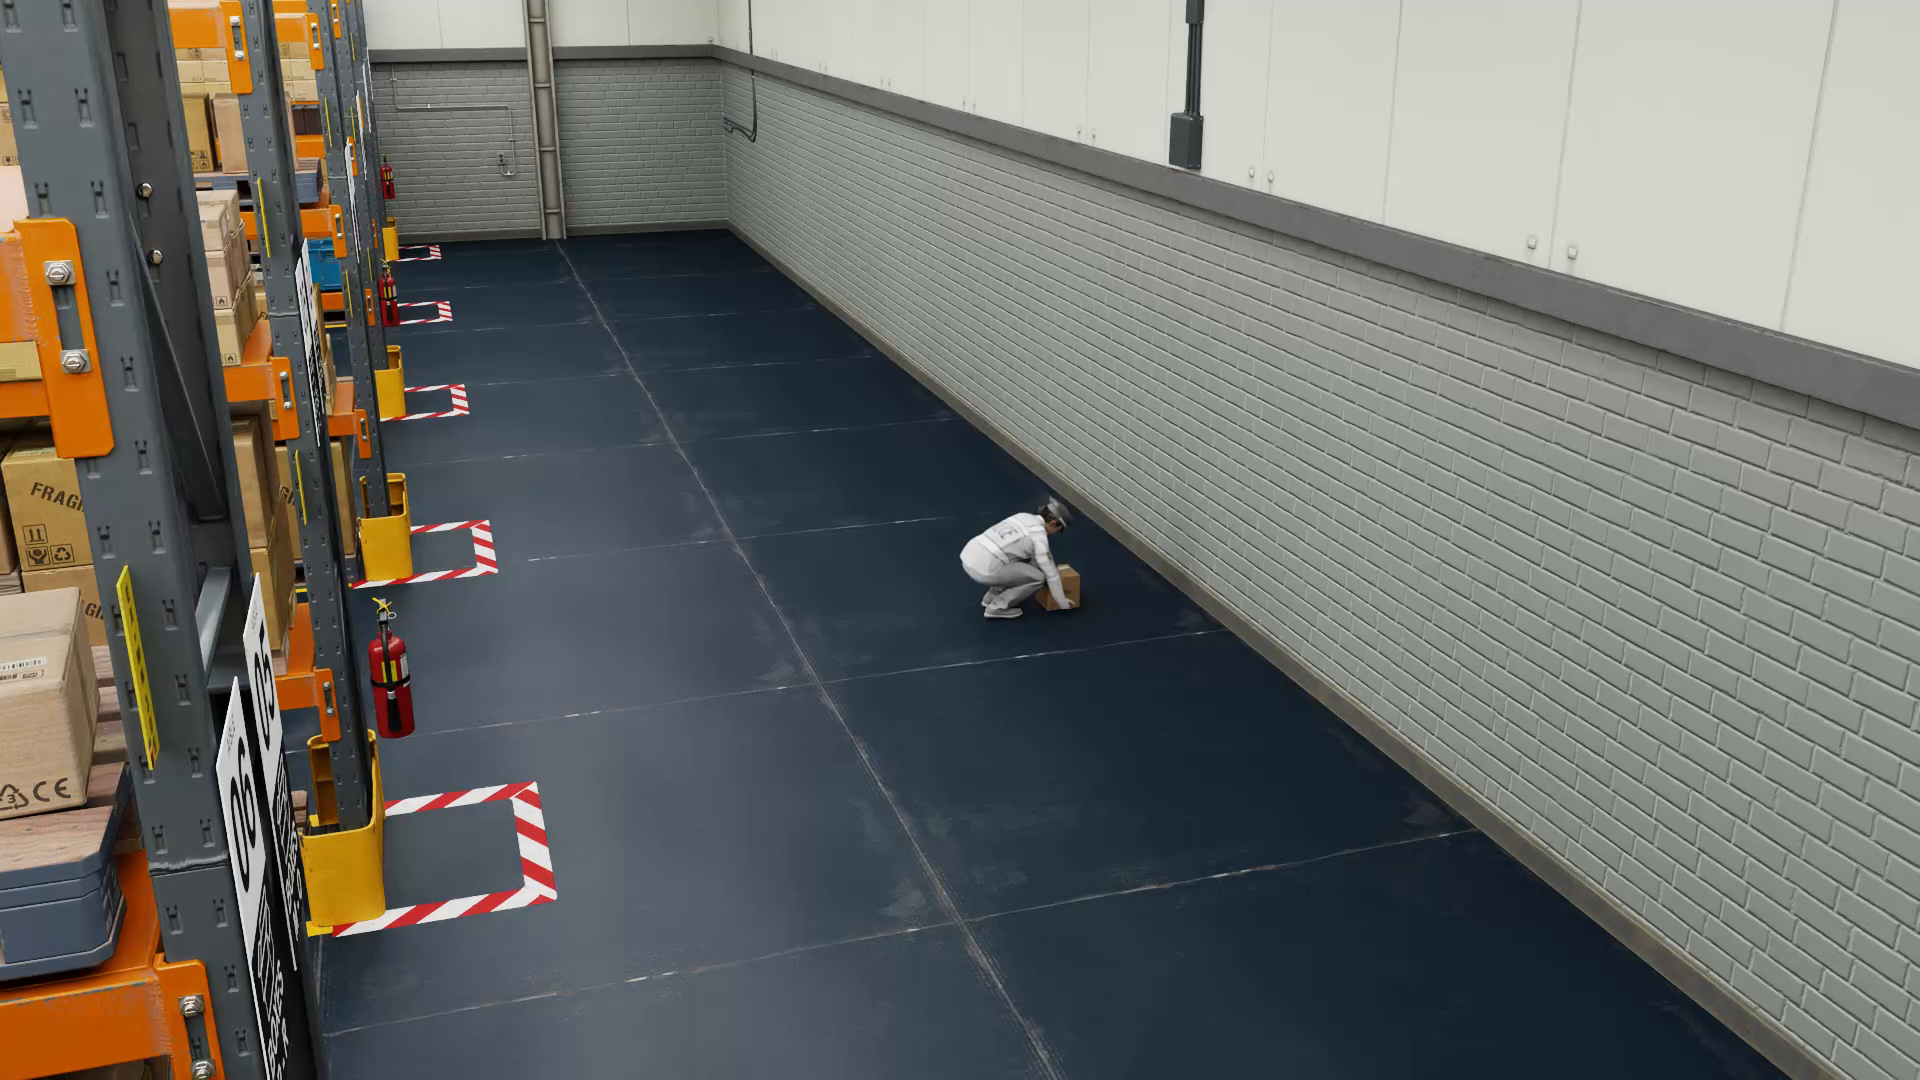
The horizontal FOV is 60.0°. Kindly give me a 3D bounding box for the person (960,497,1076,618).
[{"bbox_3d":[0.433,0.145,12.033,0.874,0.849,0.473,-6,20,-17],"label":"person"}]
